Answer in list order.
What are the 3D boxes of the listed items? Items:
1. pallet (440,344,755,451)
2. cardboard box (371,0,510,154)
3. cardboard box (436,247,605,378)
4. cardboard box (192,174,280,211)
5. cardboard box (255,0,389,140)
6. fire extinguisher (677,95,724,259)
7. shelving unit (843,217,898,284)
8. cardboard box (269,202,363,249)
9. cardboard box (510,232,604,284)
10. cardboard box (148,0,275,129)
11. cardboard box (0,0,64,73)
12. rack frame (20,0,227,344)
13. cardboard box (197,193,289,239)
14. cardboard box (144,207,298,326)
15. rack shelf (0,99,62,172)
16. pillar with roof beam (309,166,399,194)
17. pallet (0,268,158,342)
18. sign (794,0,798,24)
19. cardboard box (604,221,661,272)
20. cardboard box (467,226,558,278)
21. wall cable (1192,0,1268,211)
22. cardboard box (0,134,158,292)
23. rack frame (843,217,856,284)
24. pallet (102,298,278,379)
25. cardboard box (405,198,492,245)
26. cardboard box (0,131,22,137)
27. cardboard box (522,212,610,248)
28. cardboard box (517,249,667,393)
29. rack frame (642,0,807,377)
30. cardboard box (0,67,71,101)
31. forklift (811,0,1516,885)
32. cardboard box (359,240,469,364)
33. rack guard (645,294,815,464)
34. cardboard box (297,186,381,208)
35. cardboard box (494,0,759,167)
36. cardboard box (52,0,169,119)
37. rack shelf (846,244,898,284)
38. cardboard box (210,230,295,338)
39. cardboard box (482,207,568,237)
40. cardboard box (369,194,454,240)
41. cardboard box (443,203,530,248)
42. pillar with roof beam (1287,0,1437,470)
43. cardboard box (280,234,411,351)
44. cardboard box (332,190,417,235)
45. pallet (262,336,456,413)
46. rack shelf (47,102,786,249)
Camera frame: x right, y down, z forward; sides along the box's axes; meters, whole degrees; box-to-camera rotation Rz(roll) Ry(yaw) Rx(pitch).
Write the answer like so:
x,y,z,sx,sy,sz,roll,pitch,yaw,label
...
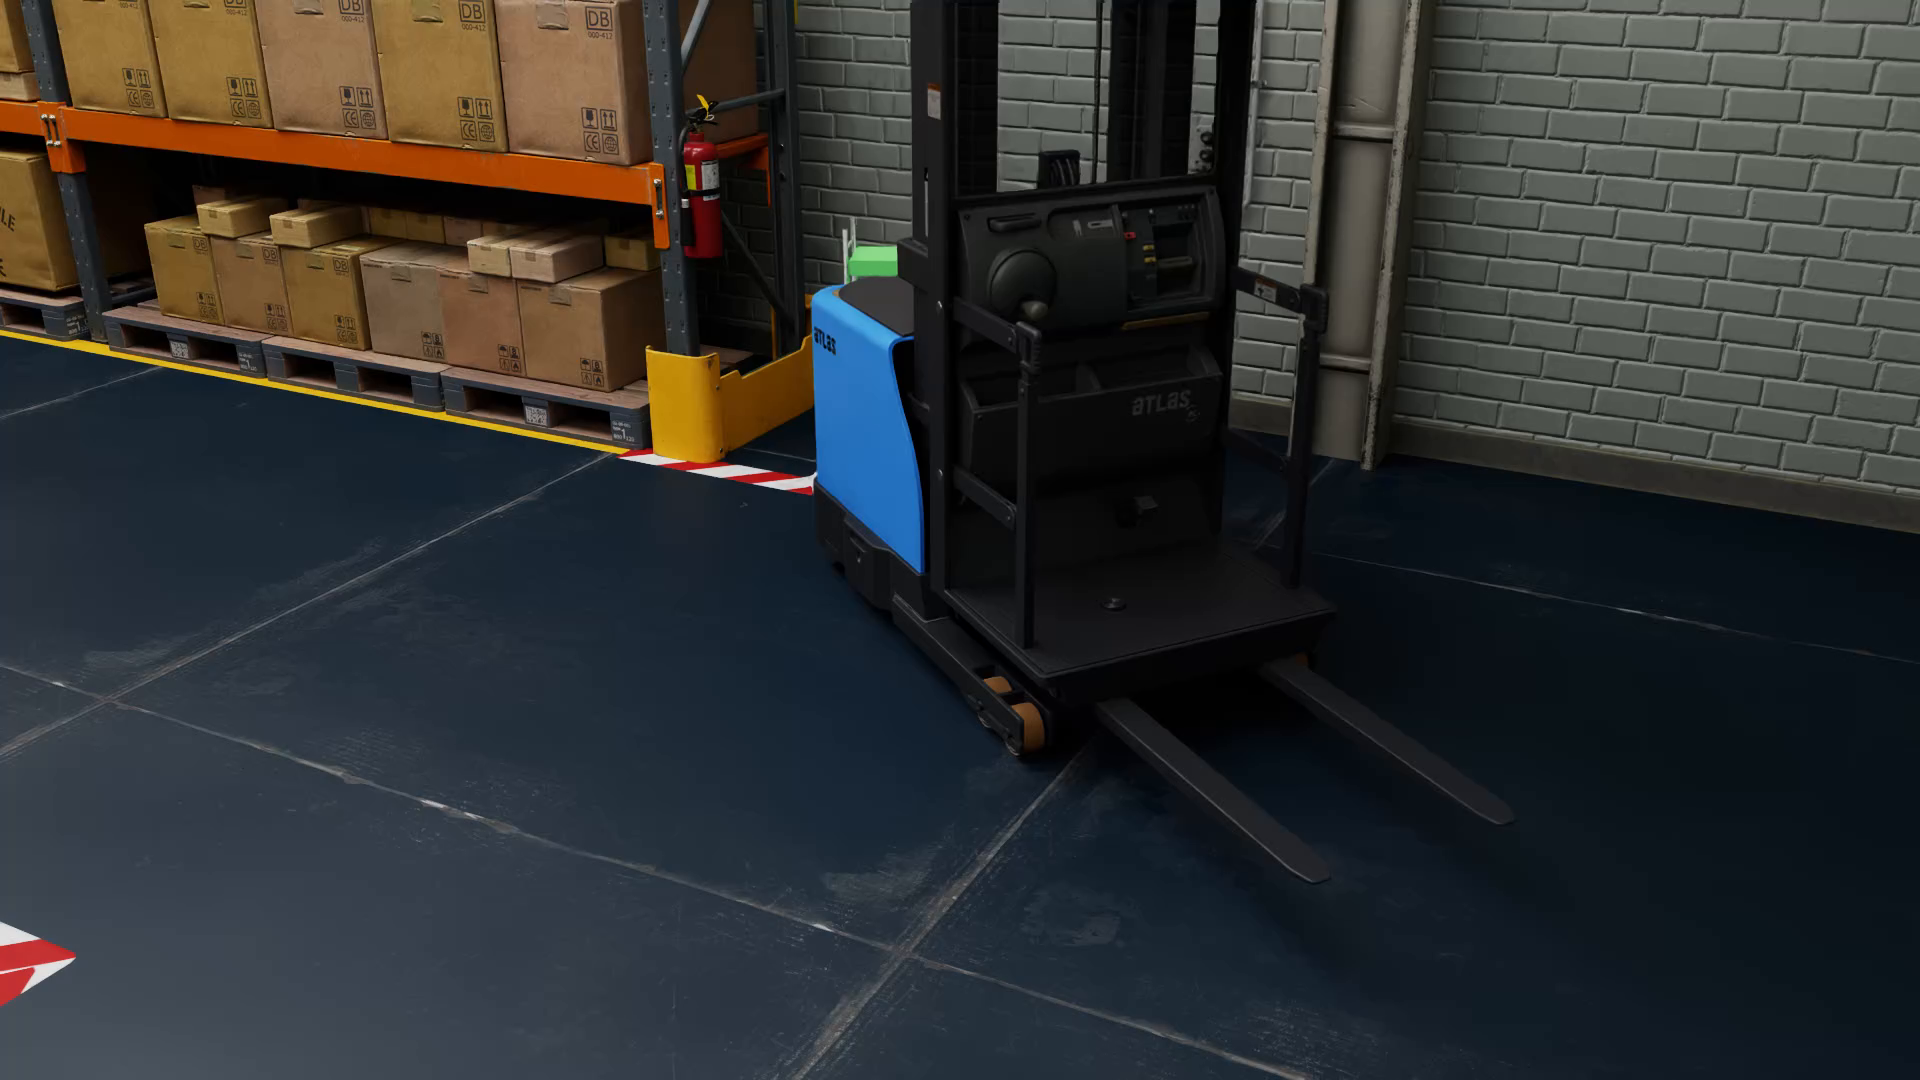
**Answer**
x,y,z,sx,sy,sz,roll,pitch,yaw,label
-1.798,-0.787,8.332,1.213,0.211,1.003,11,25,25,pallet
-2.163,-2.306,7.956,0.700,0.700,0.980,11,25,24,cardboard box
-2.165,-1.177,8.341,0.500,0.500,0.700,11,25,24,cardboard box
-4.037,-1.932,9.288,0.250,0.149,0.380,11,25,24,cardboard box
-2.839,-2.444,8.280,0.700,0.700,0.980,10,25,22,cardboard box
-1.122,-1.562,7.165,0.183,0.674,0.296,11,25,25,fire extinguisher
-0.202,-0.711,6.888,0.503,1.200,0.258,2,23,4,shelving unit
-3.308,-1.620,8.556,0.250,0.149,0.380,10,25,23,cardboard box
-1.916,-1.346,7.910,0.250,0.149,0.380,11,25,24,cardboard box
-3.493,-2.569,8.574,0.700,0.700,0.980,11,25,23,cardboard box
-5.144,-2.849,9.082,0.500,0.500,0.500,11,25,24,cardboard box
-4.619,-2.663,9.179,0.127,3.000,1.000,11,25,25,rack frame
-3.774,-1.712,8.772,0.250,0.149,0.380,12,26,26,cardboard box
-3.997,-1.538,9.191,0.500,0.500,0.700,12,26,25,cardboard box
-6.403,-2.685,10.150,4.000,0.370,1.077,11,25,25,rack shelf
-5.546,-4.099,4.889,0.400,9.000,9.100,11,25,25,pillar with roof beam
-5.341,-1.490,9.983,1.213,0.211,1.003,11,25,25,pallet
-0.793,-2.584,7.787,0.005,0.325,0.100,11,25,25,sign
-1.517,-1.435,8.119,0.250,0.149,0.380,11,26,25,cardboard box
-2.144,-1.391,8.016,0.250,0.149,0.380,12,26,26,cardboard box
0.521,-2.528,7.565,1.851,1.984,0.084,11,25,25,wall cable
-5.257,-1.936,9.681,0.750,0.750,0.750,12,26,25,cardboard box
-0.446,-0.718,6.906,0.015,1.200,0.240,2,23,4,rack frame
-3.975,-1.218,9.345,1.213,0.211,1.003,11,25,25,pallet
-2.649,-1.658,8.644,0.250,0.149,0.380,11,26,25,cardboard box
-6.052,-2.092,10.047,0.750,0.750,0.750,12,26,26,cardboard box
-1.969,-1.524,8.329,0.250,0.149,0.380,11,26,25,cardboard box
-1.719,-1.088,8.134,0.500,0.500,0.700,11,25,25,cardboard box
-1.049,-1.957,7.518,0.127,3.000,1.000,11,25,25,rack frame
-5.048,-2.517,9.132,0.250,0.149,0.380,11,26,25,cardboard box
0.523,-0.874,5.059,1.130,2.935,3.031,-11,25,-24,forklift
-2.614,-1.265,8.550,0.500,0.500,0.700,10,25,23,cardboard box
-1.027,-0.802,7.997,0.348,0.500,1.175,11,25,25,rack guard
-3.331,-1.793,8.962,0.250,0.149,0.380,10,25,23,cardboard box
-1.509,-2.181,7.663,0.700,0.700,0.980,12,26,27,cardboard box
-4.142,-2.700,8.882,0.700,0.700,0.980,12,26,25,cardboard box
-0.202,-1.094,6.725,0.480,0.148,0.258,2,23,4,rack shelf
-3.551,-1.448,8.980,0.500,0.500,0.700,11,25,24,cardboard box
-2.192,-1.568,8.433,0.250,0.149,0.380,11,26,25,cardboard box
-2.875,-1.703,8.750,0.250,0.149,0.380,11,25,24,cardboard box
-2.420,-1.613,8.538,0.250,0.149,0.380,12,26,25,cardboard box
-0.191,-3.039,2.398,0.400,9.000,9.100,11,25,25,pillar with roof beam
-3.094,-1.357,8.765,0.500,0.500,0.700,12,26,26,cardboard box
-3.106,-1.748,8.856,0.250,0.149,0.380,11,26,25,cardboard box
-2.882,-1.003,8.839,1.213,0.211,1.003,11,25,25,pallet
-2.834,-1.979,8.489,4.000,0.370,1.077,11,25,25,rack shelf
